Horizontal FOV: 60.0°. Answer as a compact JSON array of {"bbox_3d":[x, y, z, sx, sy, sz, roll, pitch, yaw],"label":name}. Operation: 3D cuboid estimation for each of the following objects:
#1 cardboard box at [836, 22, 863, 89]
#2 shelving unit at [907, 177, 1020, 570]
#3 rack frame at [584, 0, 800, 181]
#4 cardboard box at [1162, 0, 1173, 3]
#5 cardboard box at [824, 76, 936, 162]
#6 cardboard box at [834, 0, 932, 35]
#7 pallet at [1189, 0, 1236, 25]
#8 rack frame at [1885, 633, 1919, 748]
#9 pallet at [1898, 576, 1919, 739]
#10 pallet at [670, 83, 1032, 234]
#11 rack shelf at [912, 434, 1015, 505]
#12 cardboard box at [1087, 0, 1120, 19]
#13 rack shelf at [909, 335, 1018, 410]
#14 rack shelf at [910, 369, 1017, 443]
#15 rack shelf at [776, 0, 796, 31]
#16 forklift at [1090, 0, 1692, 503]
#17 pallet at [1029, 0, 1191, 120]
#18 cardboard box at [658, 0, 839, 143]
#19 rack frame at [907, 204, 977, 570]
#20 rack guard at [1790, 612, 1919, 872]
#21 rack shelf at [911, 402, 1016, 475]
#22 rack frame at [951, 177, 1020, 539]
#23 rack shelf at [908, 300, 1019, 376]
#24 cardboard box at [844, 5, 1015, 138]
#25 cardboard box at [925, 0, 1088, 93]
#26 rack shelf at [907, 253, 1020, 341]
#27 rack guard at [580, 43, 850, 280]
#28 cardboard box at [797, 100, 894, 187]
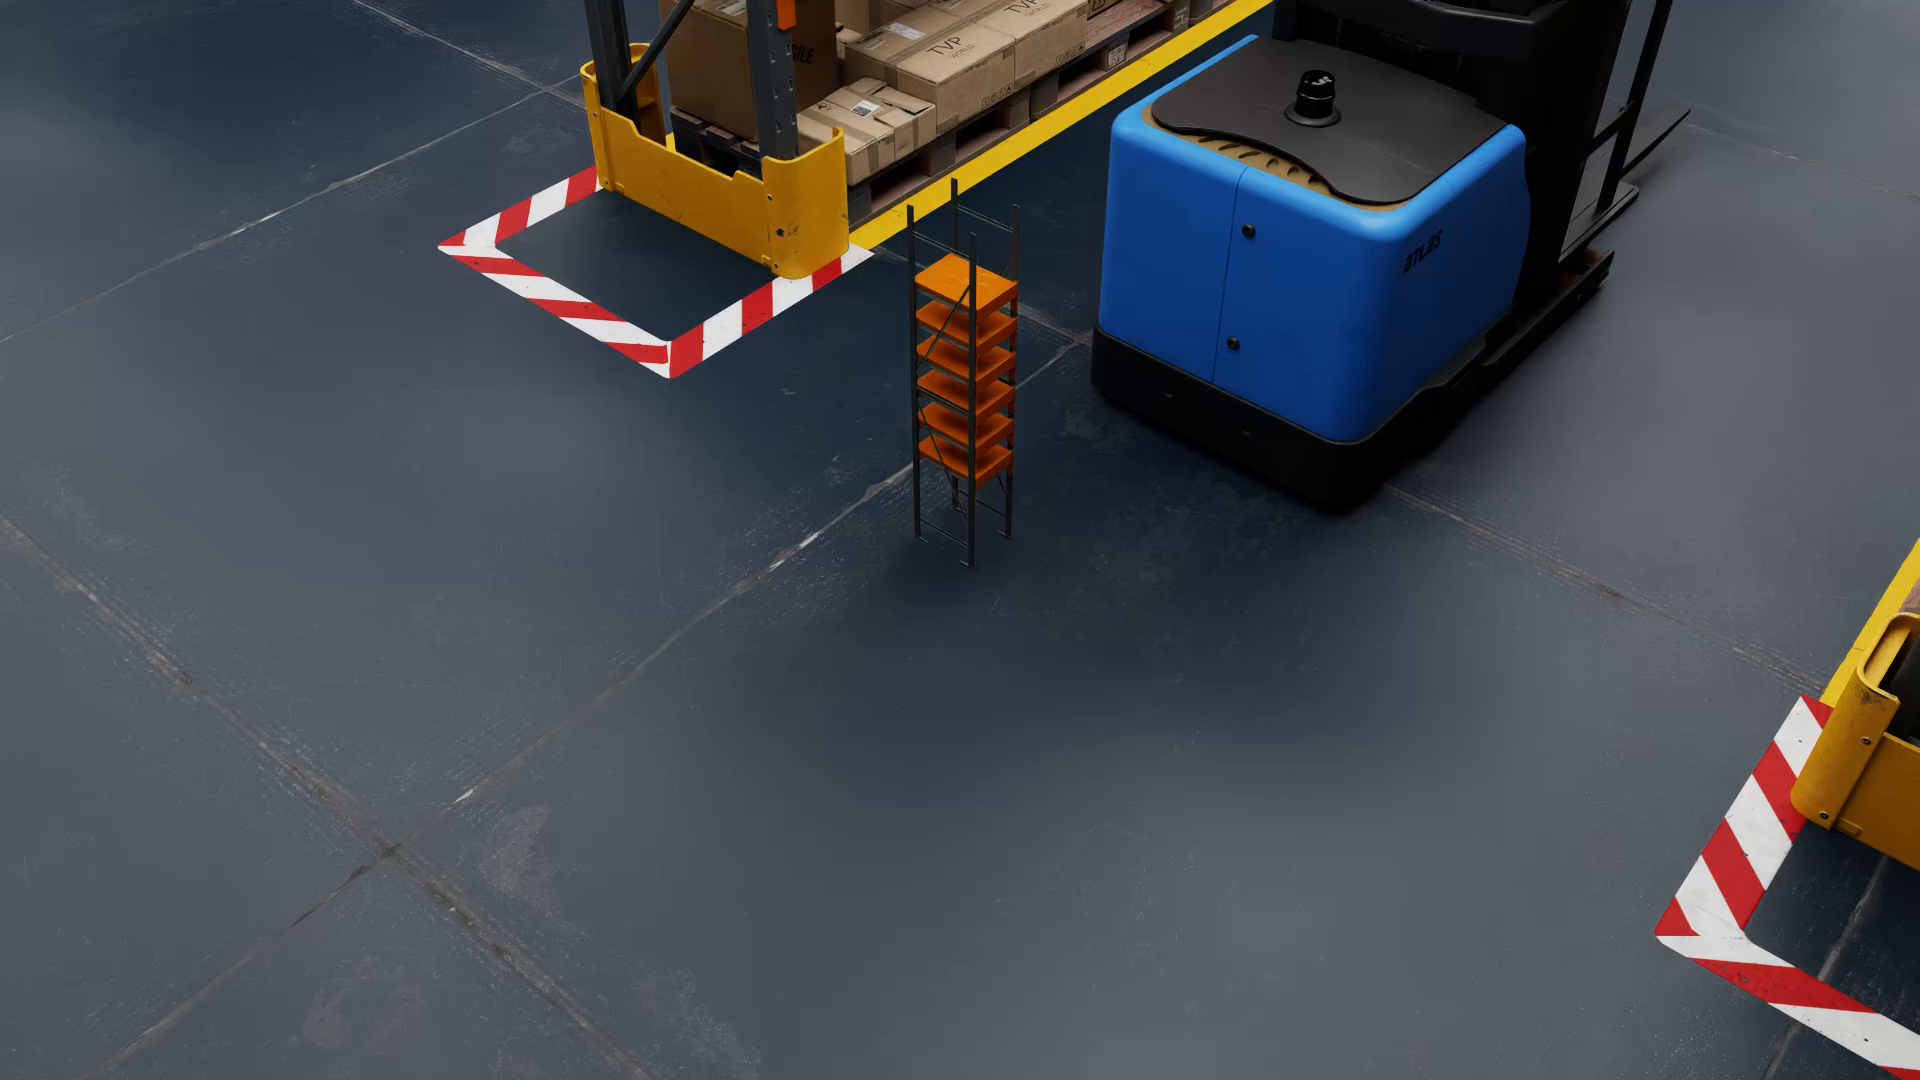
[{"bbox_3d":[-0.521,-2.057,7.061,0.380,0.166,0.250,29,50,28],"label":"cardboard box"},{"bbox_3d":[0.009,-0.451,4.855,0.258,1.200,0.189,29,50,28],"label":"shelving unit"},{"bbox_3d":[-1.012,-2.386,5.644,1.000,3.000,0.127,29,50,28],"label":"rack frame"},{"bbox_3d":[0.930,-2.811,7.784,0.500,0.311,0.500,29,50,28],"label":"cardboard box"},{"bbox_3d":[-0.319,-1.696,6.665,0.380,0.166,0.250,29,50,28],"label":"cardboard box"},{"bbox_3d":[-0.217,-2.394,7.370,0.500,0.250,0.500,29,50,28],"label":"cardboard box"},{"bbox_3d":[1.119,-3.061,8.459,1.003,0.211,1.213,29,50,28],"label":"pallet"},{"bbox_3d":[2.782,-0.243,3.288,1.000,3.000,0.127,29,50,28],"label":"rack frame"},{"bbox_3d":[3.236,0.343,4.716,1.003,0.211,1.213,29,50,28],"label":"pallet"},{"bbox_3d":[-0.451,-1.804,7.078,1.003,0.211,1.213,29,50,28],"label":"pallet"},{"bbox_3d":[0.009,-0.241,5.046,0.258,0.103,0.180,29,50,28],"label":"rack shelf"},{"bbox_3d":[0.357,-2.715,7.535,0.797,0.503,0.637,29,50,28],"label":"cardboard box"},{"bbox_3d":[0.009,-0.507,4.804,0.258,0.103,0.180,29,50,28],"label":"rack shelf"},{"bbox_3d":[0.009,-0.419,4.884,0.258,0.103,0.180,29,50,28],"label":"rack shelf"},{"bbox_3d":[0.275,-3.150,7.019,1.077,0.370,4.000,29,50,28],"label":"rack shelf"},{"bbox_3d":[1.798,-2.117,5.399,1.130,2.935,3.031,30,50,29],"label":"forklift"},{"bbox_3d":[0.334,-2.430,7.765,1.003,0.211,1.213,29,50,28],"label":"pallet"},{"bbox_3d":[-0.851,-2.011,6.763,0.500,0.500,0.500,29,50,28],"label":"cardboard box"},{"bbox_3d":[-0.050,-0.404,4.803,0.240,1.200,0.006,29,50,28],"label":"rack frame"},{"bbox_3d":[2.766,0.694,4.115,1.175,0.500,0.348,29,50,28],"label":"rack guard"},{"bbox_3d":[0.009,-0.330,4.965,0.258,0.103,0.180,29,50,28],"label":"rack shelf"},{"bbox_3d":[0.068,-0.498,4.906,0.240,1.200,0.006,29,50,28],"label":"rack frame"},{"bbox_3d":[0.009,-0.596,4.723,0.258,0.103,0.180,29,50,28],"label":"rack shelf"},{"bbox_3d":[-0.123,-1.946,6.877,0.500,0.250,0.500,29,50,28],"label":"cardboard box"},{"bbox_3d":[0.198,-2.204,7.161,0.500,0.250,0.500,29,50,28],"label":"cardboard box"},{"bbox_3d":[0.009,-0.685,4.642,0.258,0.103,0.180,29,50,28],"label":"rack shelf"},{"bbox_3d":[-0.963,-1.500,6.528,1.175,0.500,0.348,29,50,28],"label":"rack guard"},{"bbox_3d":[-0.480,-1.561,6.529,0.380,0.149,0.250,29,50,28],"label":"cardboard box"}]
